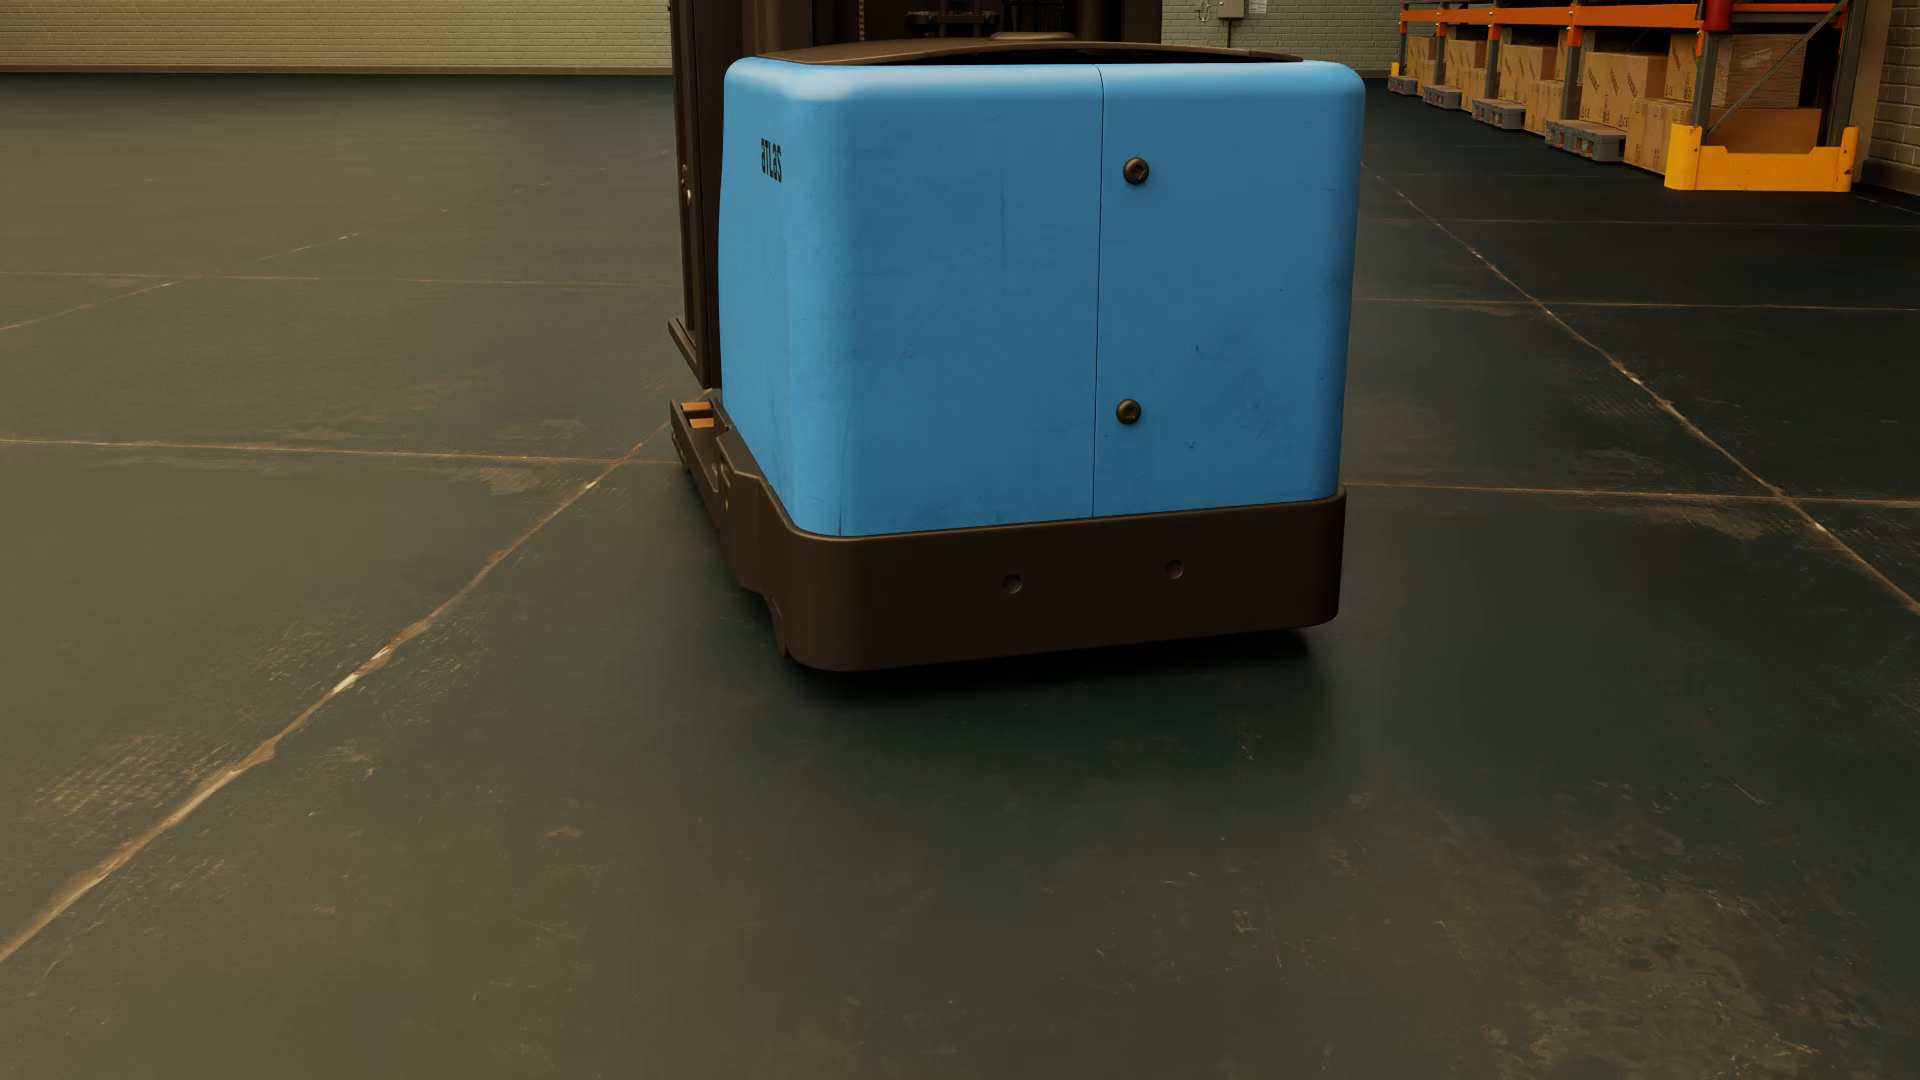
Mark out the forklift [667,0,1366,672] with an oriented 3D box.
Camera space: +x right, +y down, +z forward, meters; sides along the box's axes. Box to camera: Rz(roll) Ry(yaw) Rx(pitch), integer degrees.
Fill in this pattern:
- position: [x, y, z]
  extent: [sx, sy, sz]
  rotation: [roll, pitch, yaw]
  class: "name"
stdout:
- position: [-0.159, -1.575, 3.946]
  extent: [1.130, 2.935, 3.031]
  rotation: [-5, 18, -14]
  class: "forklift"
